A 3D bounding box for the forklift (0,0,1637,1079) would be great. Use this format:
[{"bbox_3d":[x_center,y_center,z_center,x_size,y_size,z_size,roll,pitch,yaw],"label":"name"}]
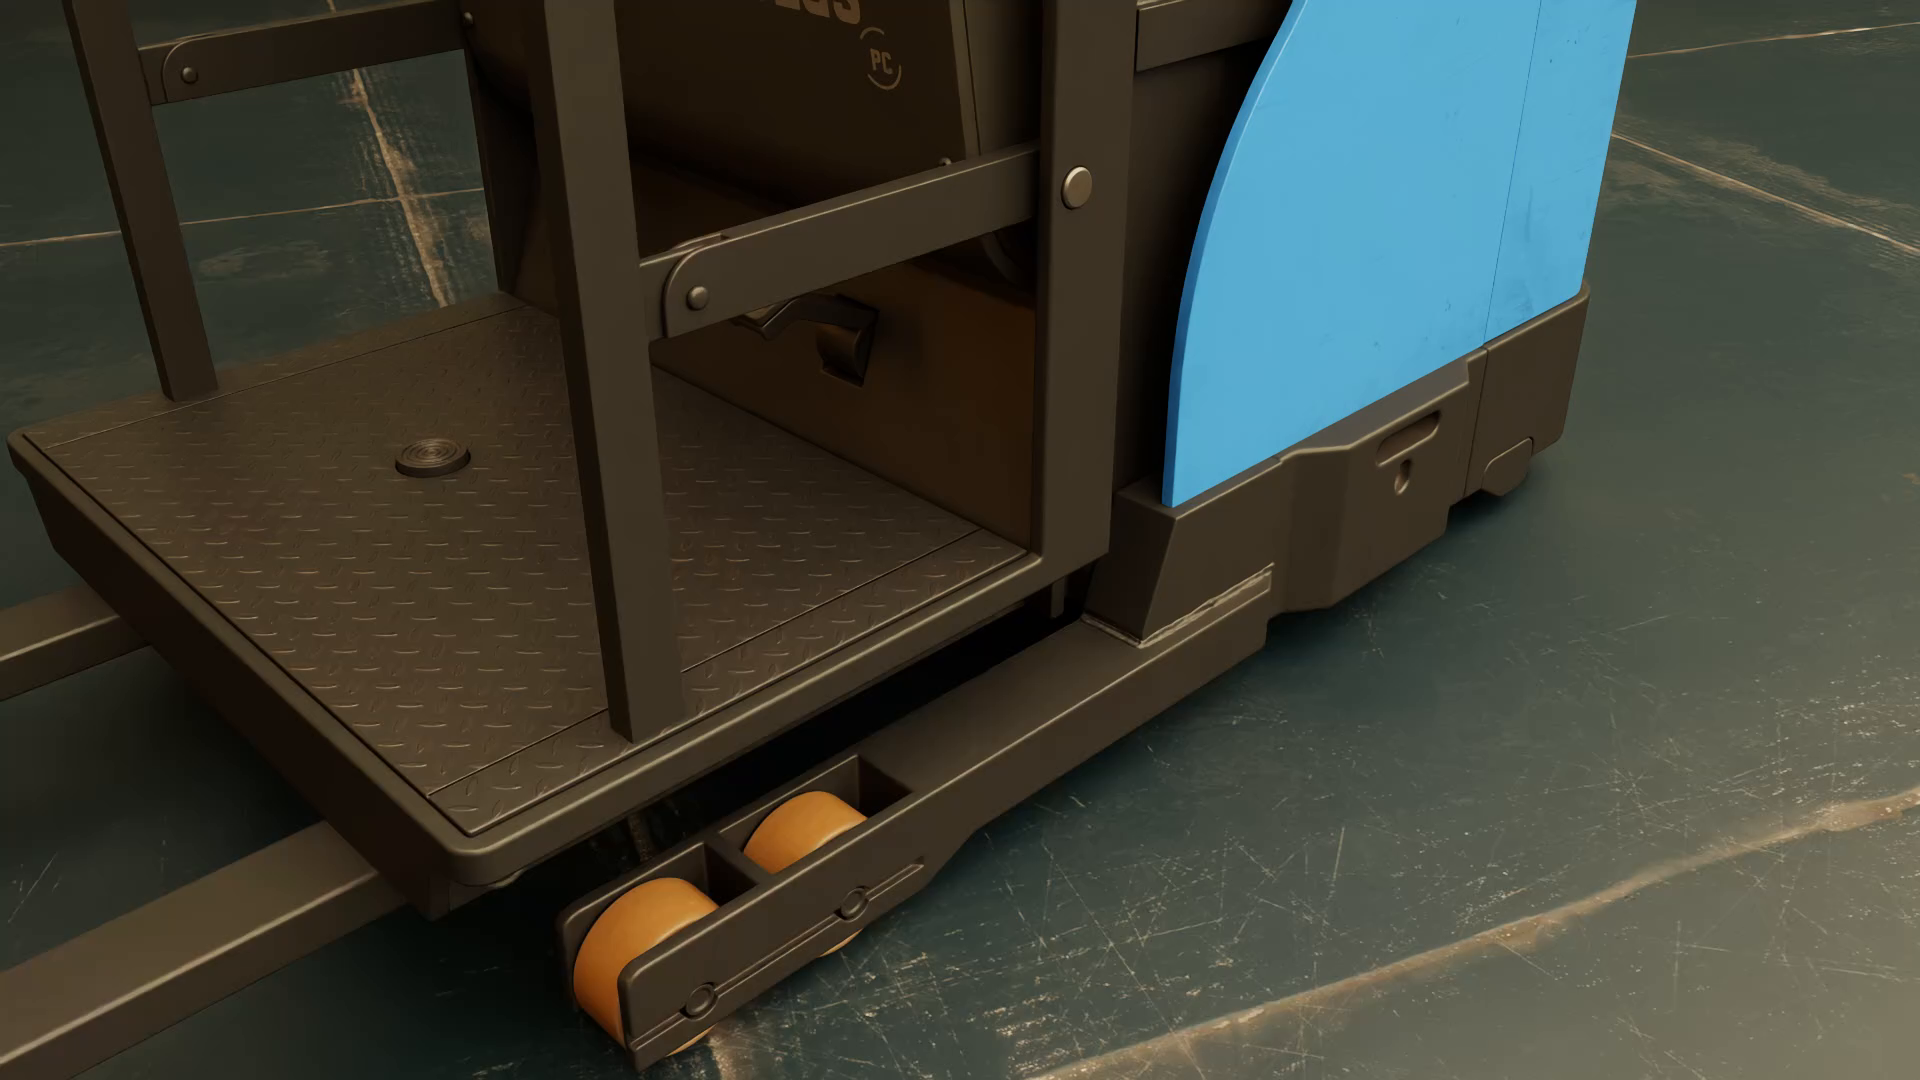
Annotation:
[{"bbox_3d":[-0.435,-1.063,1.405,3.031,2.935,1.130,-26,39,-37],"label":"forklift"}]
